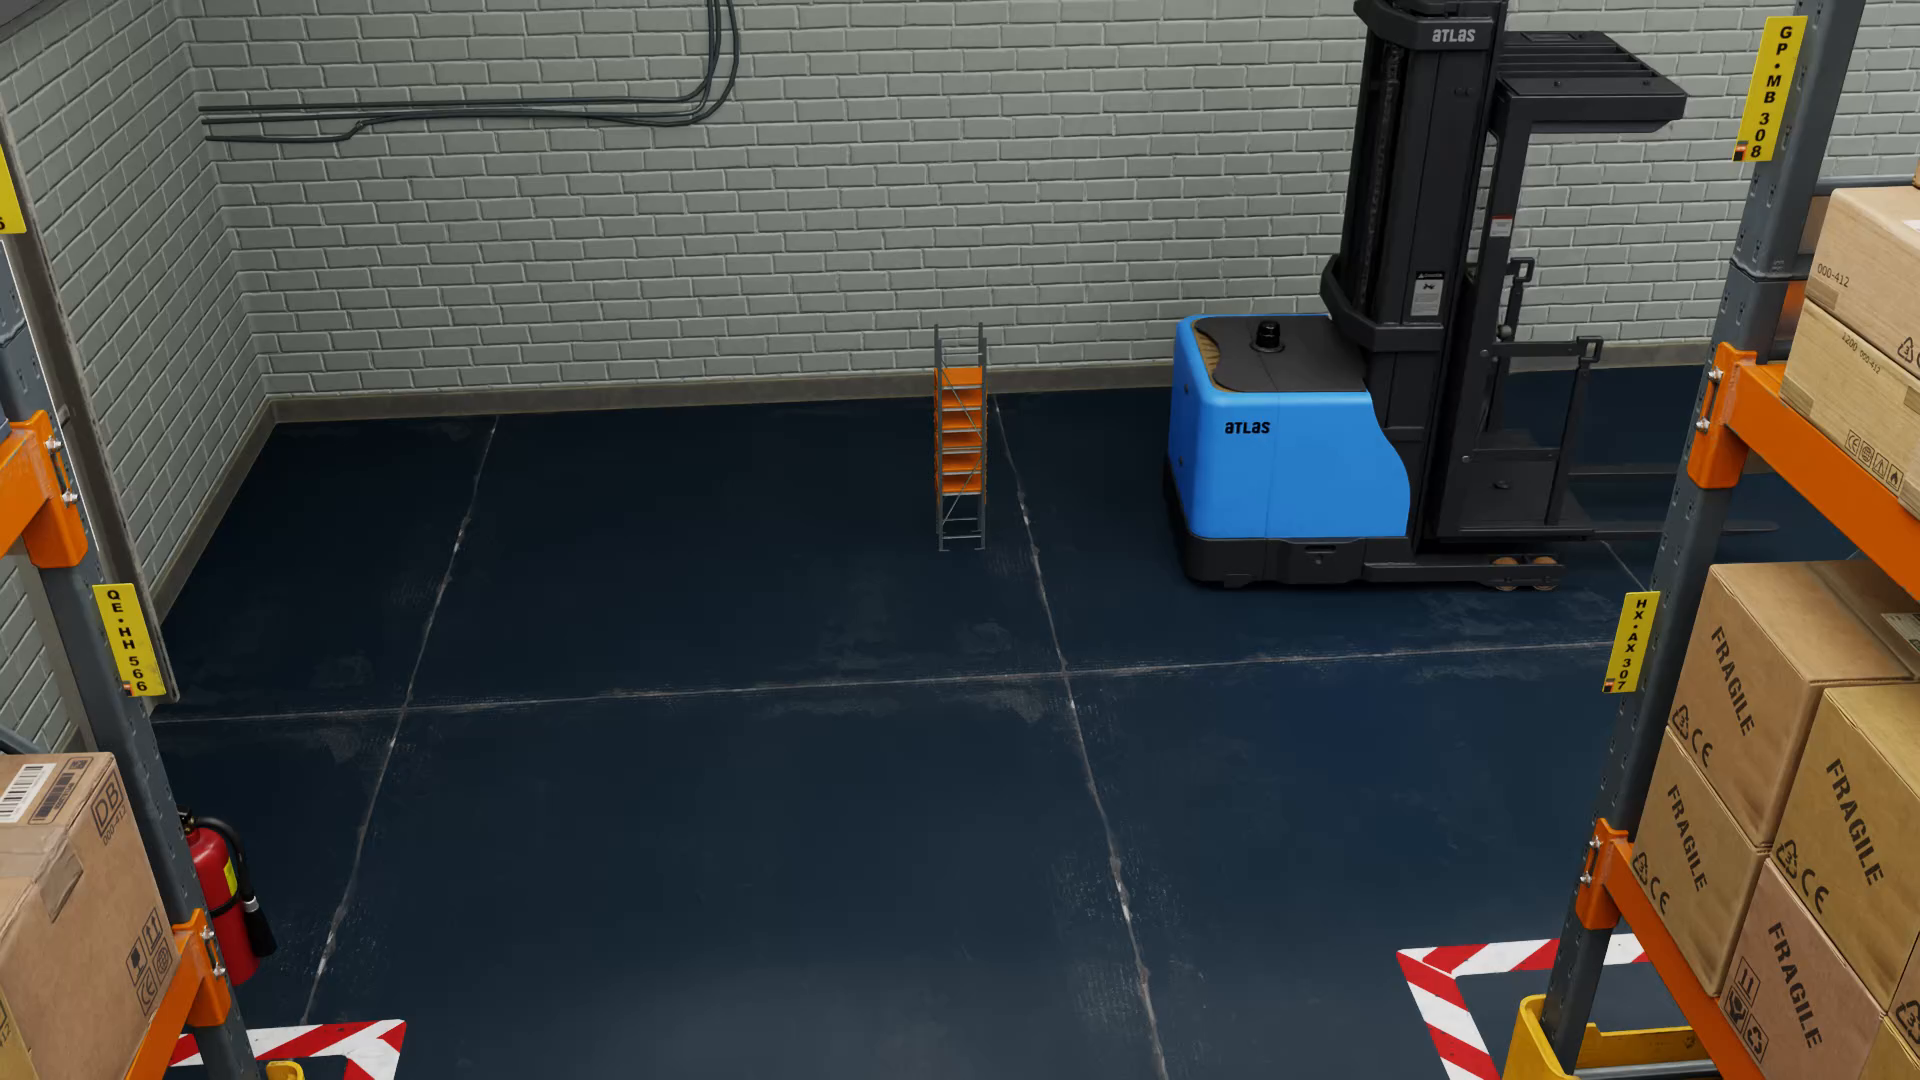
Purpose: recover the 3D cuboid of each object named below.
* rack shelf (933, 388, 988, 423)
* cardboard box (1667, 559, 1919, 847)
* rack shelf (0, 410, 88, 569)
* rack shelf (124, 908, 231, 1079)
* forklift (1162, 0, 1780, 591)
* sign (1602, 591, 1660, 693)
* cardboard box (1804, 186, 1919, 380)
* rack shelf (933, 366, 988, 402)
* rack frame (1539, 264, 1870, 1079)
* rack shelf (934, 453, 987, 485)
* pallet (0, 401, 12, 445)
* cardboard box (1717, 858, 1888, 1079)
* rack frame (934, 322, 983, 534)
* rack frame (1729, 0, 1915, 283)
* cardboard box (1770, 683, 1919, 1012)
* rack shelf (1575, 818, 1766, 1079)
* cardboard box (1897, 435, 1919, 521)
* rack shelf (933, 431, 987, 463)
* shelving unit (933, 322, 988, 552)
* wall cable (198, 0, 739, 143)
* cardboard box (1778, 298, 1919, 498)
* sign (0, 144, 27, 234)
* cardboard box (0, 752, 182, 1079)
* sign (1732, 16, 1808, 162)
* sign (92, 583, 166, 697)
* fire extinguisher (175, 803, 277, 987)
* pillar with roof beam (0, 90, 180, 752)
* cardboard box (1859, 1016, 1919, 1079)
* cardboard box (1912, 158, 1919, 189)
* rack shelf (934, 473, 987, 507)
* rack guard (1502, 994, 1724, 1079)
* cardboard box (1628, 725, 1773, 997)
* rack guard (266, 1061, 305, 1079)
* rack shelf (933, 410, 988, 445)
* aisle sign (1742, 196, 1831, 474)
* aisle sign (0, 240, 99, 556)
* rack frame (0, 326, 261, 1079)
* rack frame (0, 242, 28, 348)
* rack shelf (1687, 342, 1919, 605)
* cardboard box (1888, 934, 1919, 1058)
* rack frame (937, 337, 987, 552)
[{"bbox_3d":[0.001,-0.676,8.330,0.258,0.103,0.180,-3,31,-5],"label":"rack shelf"},{"bbox_3d":[2.143,0.392,4.096,0.500,0.500,0.500,-2,31,-3],"label":"cardboard box"},{"bbox_3d":[-2.381,0.907,2.083,1.077,0.370,4.000,-3,31,-5],"label":"rack shelf"},{"bbox_3d":[-2.381,2.194,2.853,1.077,0.370,4.000,-3,31,-5],"label":"rack shelf"},{"bbox_3d":[2.629,-1.276,8.029,3.031,2.935,1.130,-1,31,-1],"label":"forklift"},{"bbox_3d":[1.824,0.280,4.512,0.100,0.325,0.005,-3,31,-5],"label":"sign"},{"bbox_3d":[2.153,-0.538,3.459,0.500,0.250,0.500,-3,31,-5],"label":"cardboard box"},{"bbox_3d":[0.001,-0.779,8.268,0.258,0.103,0.180,-3,31,-5],"label":"rack shelf"},{"bbox_3d":[2.364,0.625,4.778,1.000,3.000,0.127,-3,31,-5],"label":"rack frame"},{"bbox_3d":[0.001,-0.367,8.514,0.258,0.103,0.180,-3,31,-5],"label":"rack shelf"},{"bbox_3d":[-2.488,-0.007,2.998,1.003,0.211,1.213,-3,31,-5],"label":"pallet"},{"bbox_3d":[2.196,1.085,3.911,0.500,0.500,0.500,-3,31,-5],"label":"cardboard box"},{"bbox_3d":[-0.007,-0.554,8.508,0.240,1.200,0.006,-3,31,-5],"label":"rack frame"},{"bbox_3d":[2.364,-1.950,3.240,1.000,3.000,0.127,-3,31,-5],"label":"rack frame"},{"bbox_3d":[2.199,0.659,3.649,0.500,0.500,0.500,-2,31,-4],"label":"cardboard box"},{"bbox_3d":[2.551,1.955,3.253,1.077,0.370,4.000,-3,31,-5],"label":"rack shelf"},{"bbox_3d":[2.193,-0.068,3.159,0.500,0.250,0.500,-3,31,-5],"label":"cardboard box"},{"bbox_3d":[0.001,-0.470,8.453,0.258,0.103,0.180,-3,31,-5],"label":"rack shelf"},{"bbox_3d":[0.001,-0.508,8.430,0.258,1.200,0.189,-3,31,-5],"label":"shelving unit"},{"bbox_3d":[-2.740,-3.283,8.499,3.097,2.526,0.112,-3,31,-5],"label":"wall cable"},{"bbox_3d":[2.159,-0.324,3.588,0.500,0.250,0.500,-3,31,-5],"label":"cardboard box"},{"bbox_3d":[-2.026,-0.788,3.433,0.100,0.325,0.005,-3,31,-5],"label":"sign"},{"bbox_3d":[-2.510,0.996,3.866,0.980,0.700,0.700,-1,31,-2],"label":"cardboard box"},{"bbox_3d":[1.824,-1.012,3.741,0.100,0.325,0.005,-3,31,-5],"label":"sign"},{"bbox_3d":[-2.026,0.247,4.052,0.100,0.325,0.005,-3,31,-5],"label":"sign"},{"bbox_3d":[-2.122,0.959,4.659,0.296,0.674,0.183,-3,31,-5],"label":"fire extinguisher"},{"bbox_3d":[0.605,-3.254,5.423,9.100,9.000,0.400,-3,31,-5],"label":"pillar with roof beam"},{"bbox_3d":[2.240,1.341,3.482,0.500,0.500,0.500,-3,31,-5],"label":"cardboard box"},{"bbox_3d":[2.428,-0.873,3.289,0.700,0.500,0.500,-3,31,-5],"label":"cardboard box"},{"bbox_3d":[0.001,-0.264,8.576,0.258,0.103,0.180,-3,31,-5],"label":"rack shelf"},{"bbox_3d":[2.371,1.737,5.354,1.175,0.500,0.348,-3,31,-5],"label":"rack guard"},{"bbox_3d":[2.143,0.821,4.352,0.500,0.500,0.500,-2,31,-4],"label":"cardboard box"},{"bbox_3d":[-2.570,1.925,5.039,1.175,0.500,0.348,-3,31,-5],"label":"rack guard"},{"bbox_3d":[0.001,-0.573,8.391,0.258,0.103,0.180,-3,31,-5],"label":"rack shelf"},{"bbox_3d":[2.065,-0.512,4.146,0.394,0.787,0.004,-3,31,-5],"label":"aisle sign"},{"bbox_3d":[-2.276,-0.303,3.797,0.394,0.787,0.004,-3,31,-5],"label":"aisle sign"},{"bbox_3d":[-2.568,0.864,4.378,1.000,3.000,0.127,-3,31,-5],"label":"rack frame"},{"bbox_3d":[-2.568,-1.711,2.839,1.000,3.000,0.127,-3,31,-5],"label":"rack frame"},{"bbox_3d":[2.551,0.667,2.484,1.077,0.370,4.000,-3,31,-5],"label":"rack shelf"},{"bbox_3d":[2.241,0.914,3.221,0.500,0.500,0.500,-2,31,-4],"label":"cardboard box"},{"bbox_3d":[0.010,-0.461,8.352,0.240,1.200,0.006,-3,31,-5],"label":"rack frame"}]
